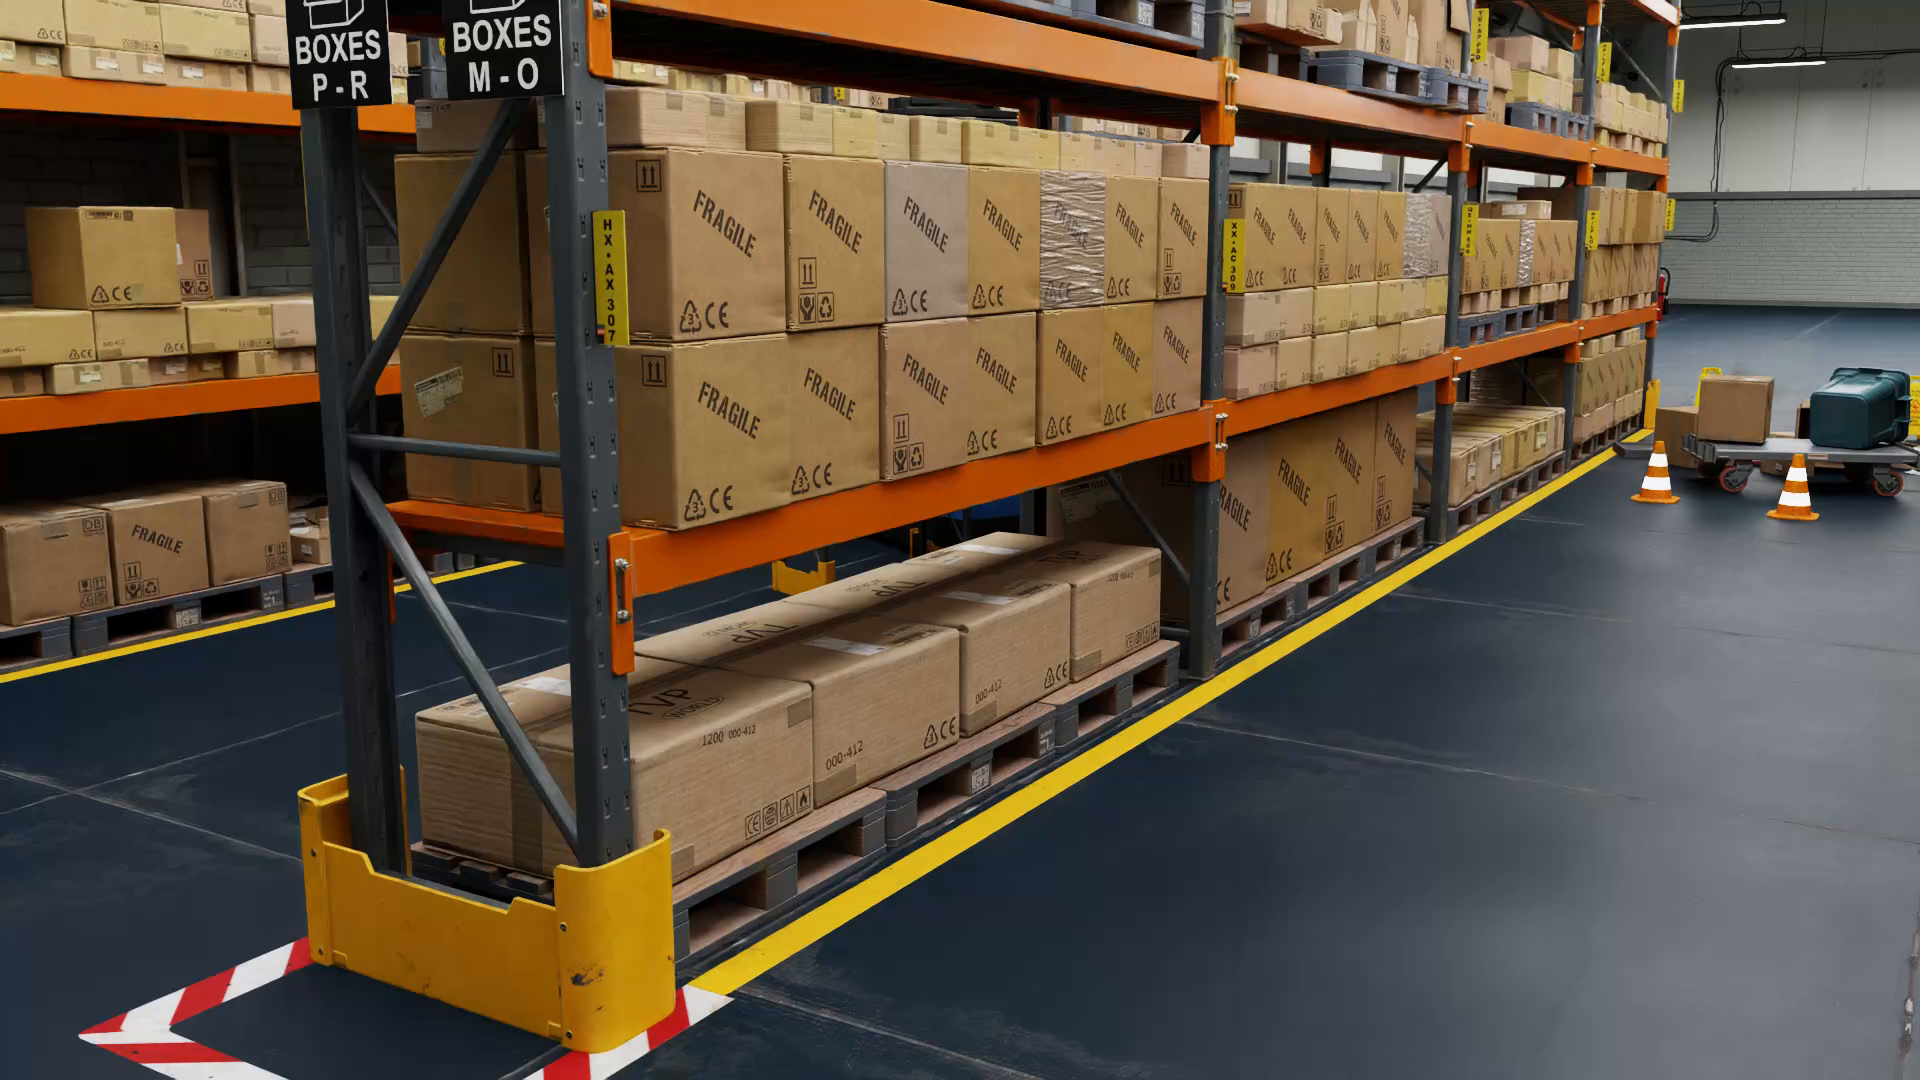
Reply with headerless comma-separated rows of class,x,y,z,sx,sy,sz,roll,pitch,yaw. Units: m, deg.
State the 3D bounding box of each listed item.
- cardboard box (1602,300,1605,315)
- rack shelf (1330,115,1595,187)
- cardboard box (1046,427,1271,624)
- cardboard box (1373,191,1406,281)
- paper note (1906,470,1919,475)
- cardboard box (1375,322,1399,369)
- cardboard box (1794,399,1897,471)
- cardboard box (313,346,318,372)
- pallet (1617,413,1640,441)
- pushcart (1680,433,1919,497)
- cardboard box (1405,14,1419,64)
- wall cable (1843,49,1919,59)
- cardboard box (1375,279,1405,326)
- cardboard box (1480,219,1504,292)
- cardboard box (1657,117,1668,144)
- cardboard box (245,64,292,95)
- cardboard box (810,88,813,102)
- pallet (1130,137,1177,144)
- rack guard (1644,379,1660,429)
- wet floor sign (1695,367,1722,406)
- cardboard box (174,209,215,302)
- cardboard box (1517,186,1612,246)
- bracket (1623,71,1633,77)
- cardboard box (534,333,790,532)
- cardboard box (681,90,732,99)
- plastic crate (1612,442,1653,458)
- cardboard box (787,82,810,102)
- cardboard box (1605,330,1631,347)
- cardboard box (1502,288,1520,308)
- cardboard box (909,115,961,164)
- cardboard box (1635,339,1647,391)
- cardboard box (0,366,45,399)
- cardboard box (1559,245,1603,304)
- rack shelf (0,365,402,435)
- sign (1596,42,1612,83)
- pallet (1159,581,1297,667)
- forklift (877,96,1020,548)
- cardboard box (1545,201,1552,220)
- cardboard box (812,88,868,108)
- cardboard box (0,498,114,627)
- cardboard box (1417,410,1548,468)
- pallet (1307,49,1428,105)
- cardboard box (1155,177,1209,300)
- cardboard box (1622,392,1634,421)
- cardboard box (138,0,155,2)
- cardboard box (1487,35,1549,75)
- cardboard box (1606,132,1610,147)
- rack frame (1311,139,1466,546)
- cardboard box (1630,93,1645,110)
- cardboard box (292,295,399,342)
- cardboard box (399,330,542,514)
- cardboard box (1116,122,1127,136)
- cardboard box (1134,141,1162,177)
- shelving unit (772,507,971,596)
cardboard box,5.810,-2.184,15.563,0.380,0.149,0.250,6,12,30
rack shelf,3.865,-2.924,12.642,1.077,0.370,4.000,6,12,31
cardboard box,1.004,-0.127,8.530,0.875,0.875,0.875,7,13,32
cardboard box,2.259,-1.765,9.653,0.500,0.500,0.500,6,12,31
paper note,8.328,-0.586,14.439,0.155,0.023,0.172,-8,13,-38
cardboard box,2.259,-1.152,9.776,0.500,0.250,0.500,6,12,30
cardboard box,7.754,-0.921,14.552,0.797,0.637,0.503,6,12,31
cardboard box,-3.675,-1.050,9.507,0.380,0.149,0.250,7,13,32
pallet,6.489,-1.240,17.420,1.003,0.211,1.213,6,12,31
pushcart,6.878,-0.619,13.652,1.648,0.377,0.936,2,11,11
cardboard box,2.411,-2.854,9.534,0.396,0.266,0.258,6,12,29
wall cable,24.796,-13.839,43.190,3.097,2.526,0.112,6,12,31
cardboard box,2.281,-1.397,9.730,0.500,0.250,0.500,6,12,29
cardboard box,3.523,-2.022,11.798,0.500,0.500,0.500,7,13,34
cardboard box,6.945,-4.188,17.035,0.500,0.250,0.500,6,12,30
cardboard box,-3.836,-2.482,9.006,0.380,0.149,0.250,6,12,30
cardboard box,-1.260,-3.757,14.131,0.500,0.250,0.500,6,12,31
pallet,1.714,-4.350,18.544,1.003,0.211,1.213,6,12,31
rack guard,6.941,-1.507,18.058,1.175,0.500,0.348,6,12,31
wet floor sign,7.993,-1.518,17.722,0.232,0.644,0.267,-8,13,-38
cardboard box,-4.495,-1.566,9.143,0.500,0.500,0.500,6,12,29
cardboard box,5.317,-2.854,14.662,0.700,0.500,0.500,6,12,30
bracket,18.622,-12.945,46.278,0.076,0.066,3.189,6,12,31
cardboard box,-0.832,-0.328,4.698,0.500,0.500,0.500,6,12,30
cardboard box,-1.996,-3.102,12.041,0.500,0.250,0.500,6,12,31
plastic crate,6.419,-0.852,15.701,0.402,0.080,0.583,2,11,11
cardboard box,-1.396,-3.481,12.982,0.380,0.149,0.250,7,13,32
cardboard box,6.382,-1.994,16.399,0.380,0.149,0.250,7,13,33
cardboard box,4.035,-1.855,12.667,0.380,0.149,0.250,7,13,32
cardboard box,-0.220,-1.322,5.529,0.380,0.149,0.250,7,12,31
cardboard box,6.787,-1.820,17.231,0.500,0.500,0.500,6,12,31
cardboard box,-4.650,-0.772,8.023,0.380,0.149,0.250,7,12,32
cardboard box,5.370,-2.356,14.723,0.500,0.500,0.500,6,12,31
rack shelf,-4.533,-0.666,8.727,1.077,0.370,4.000,6,12,31
sign,5.380,-3.988,13.892,0.100,0.325,0.005,6,12,31
pallet,1.086,0.382,8.755,1.003,0.211,1.213,6,12,31
forklift,-0.313,-1.540,11.630,1.130,2.935,3.031,-6,12,-30
cardboard box,4.510,-2.635,13.308,0.380,0.149,0.250,6,12,29
cardboard box,-0.977,-3.604,13.537,0.380,0.166,0.250,6,12,31
cardboard box,-4.695,0.100,8.336,0.700,0.500,0.500,7,13,33
cardboard box,4.263,-0.837,13.687,0.950,0.372,0.625,7,13,34
pallet,1.960,-2.588,9.404,1.003,0.211,1.213,7,13,33
cardboard box,0.741,-1.300,7.173,0.500,0.500,0.500,6,12,30
cardboard box,6.515,-1.369,16.859,0.500,0.250,0.500,6,12,31
cardboard box,-4.341,-2.783,8.170,0.500,0.250,0.500,7,13,32
cardboard box,4.200,-3.705,12.765,0.500,0.250,0.500,7,12,32
cardboard box,5.657,-3.616,15.062,0.380,0.149,0.250,7,13,32
rack frame,2.827,-1.489,11.172,1.000,3.000,0.127,6,12,31
cardboard box,6.289,-4.164,15.826,0.380,0.149,0.250,7,13,32
cardboard box,-3.550,-1.303,9.775,0.500,0.250,0.500,7,13,32
cardboard box,-1.302,-0.381,4.982,0.500,0.500,0.500,6,12,31
cardboard box,1.551,-4.361,17.629,0.380,0.149,0.250,7,13,32
cardboard box,0.632,-1.610,7.063,0.380,0.149,0.250,7,13,32
shelving unit,-0.508,-0.465,9.775,1.083,1.500,0.587,-8,13,-36
